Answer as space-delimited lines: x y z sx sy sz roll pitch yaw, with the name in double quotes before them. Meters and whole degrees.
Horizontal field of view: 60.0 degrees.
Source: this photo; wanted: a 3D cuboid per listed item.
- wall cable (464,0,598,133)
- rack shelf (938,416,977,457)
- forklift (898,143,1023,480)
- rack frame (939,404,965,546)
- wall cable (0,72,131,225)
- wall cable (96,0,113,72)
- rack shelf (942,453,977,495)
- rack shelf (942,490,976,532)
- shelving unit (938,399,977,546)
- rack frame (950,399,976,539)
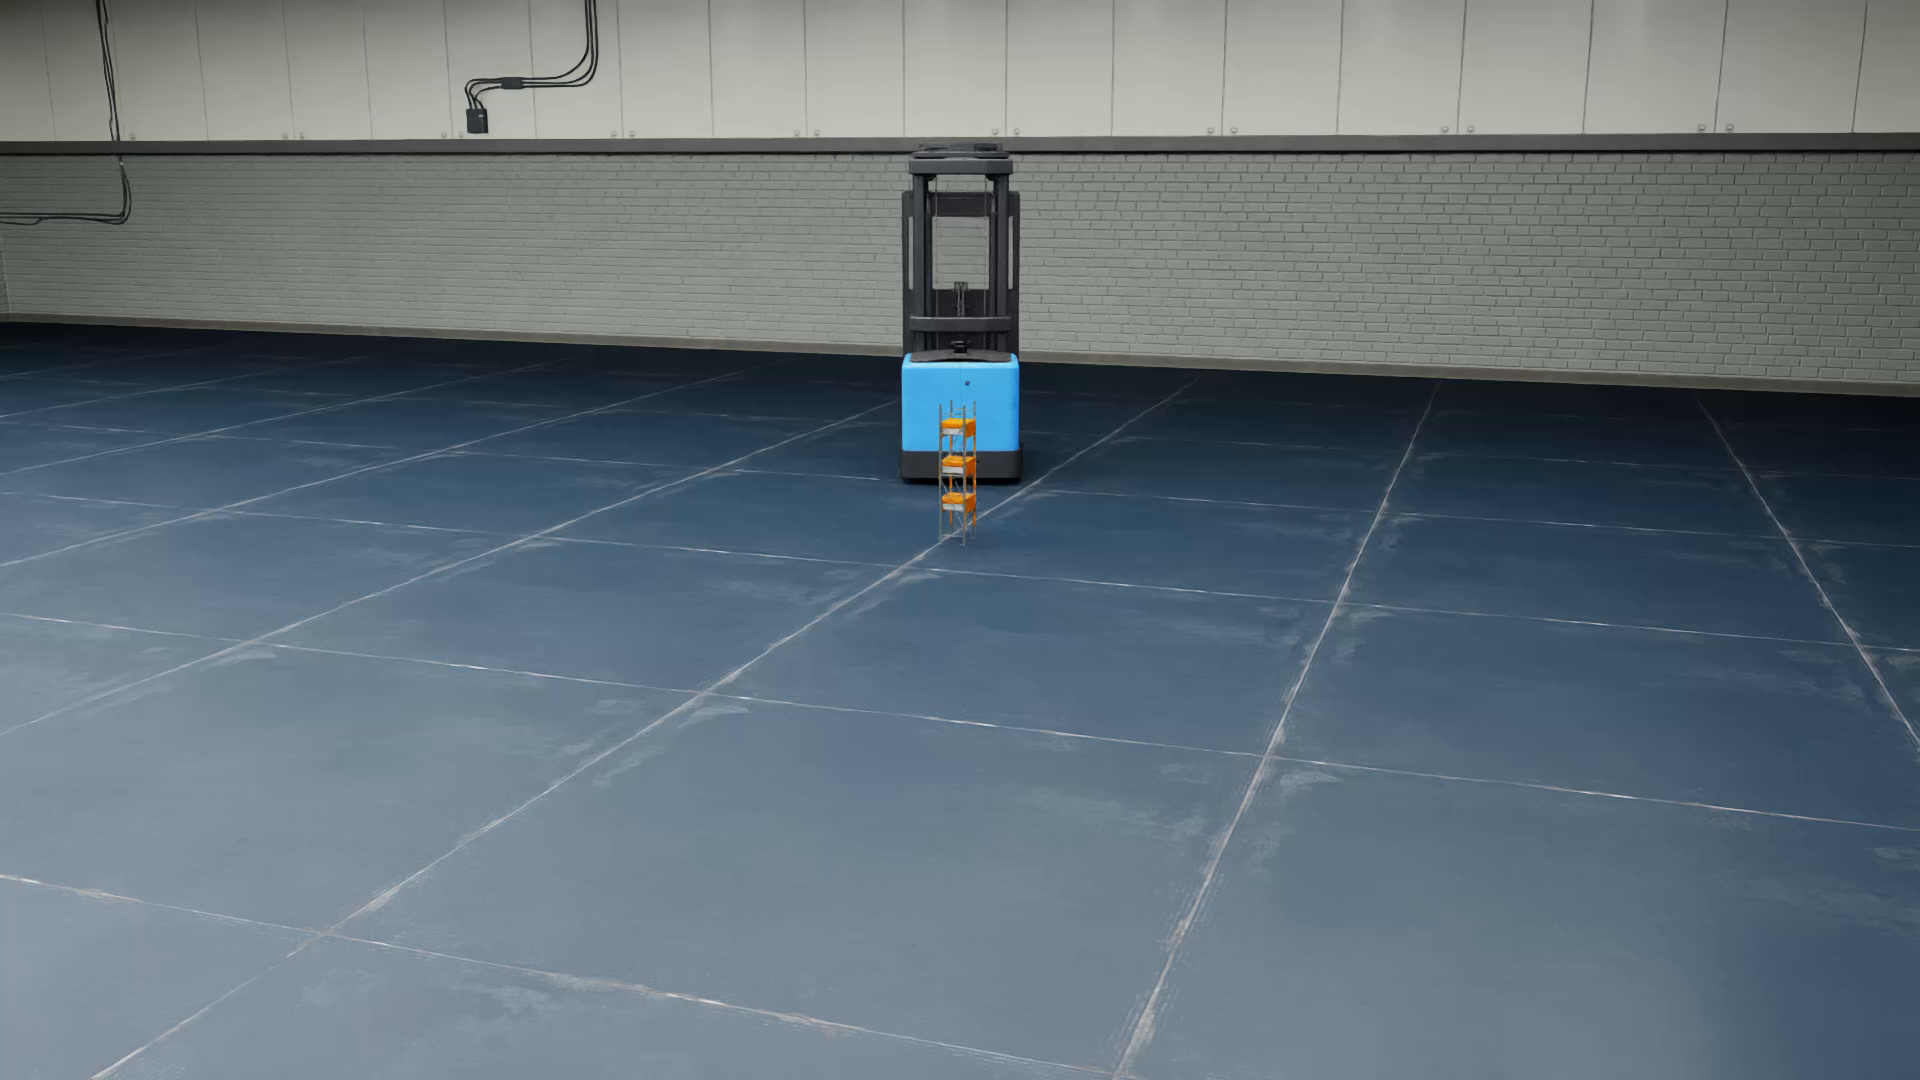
"wall cable" -6.482 -9.125 24.603 2.305 6.003 0.169 4 14 18
"rack shelf" -0.017 -0.767 12.261 0.215 0.259 0.240 4 14 18
"forklift" 0.008 -2.237 15.701 1.130 2.935 3.031 0 13 0
"rack frame" -0.057 -0.475 12.209 0.200 1.050 0.008 4 14 18
"wall cable" -15.460 -6.640 28.336 3.097 2.526 0.112 4 14 18
"wall cable" -12.900 -8.908 26.921 3.097 2.526 0.112 4 14 18
"rack shelf" -0.017 -0.490 12.324 0.215 0.259 0.240 4 14 18
"rack shelf" -0.017 -0.219 12.386 0.215 0.259 0.240 4 14 18
"shelving unit" -0.017 -0.501 12.322 0.215 1.050 0.252 4 14 18
"rack frame" 0.022 -0.526 12.434 0.200 1.050 0.008 4 14 18
